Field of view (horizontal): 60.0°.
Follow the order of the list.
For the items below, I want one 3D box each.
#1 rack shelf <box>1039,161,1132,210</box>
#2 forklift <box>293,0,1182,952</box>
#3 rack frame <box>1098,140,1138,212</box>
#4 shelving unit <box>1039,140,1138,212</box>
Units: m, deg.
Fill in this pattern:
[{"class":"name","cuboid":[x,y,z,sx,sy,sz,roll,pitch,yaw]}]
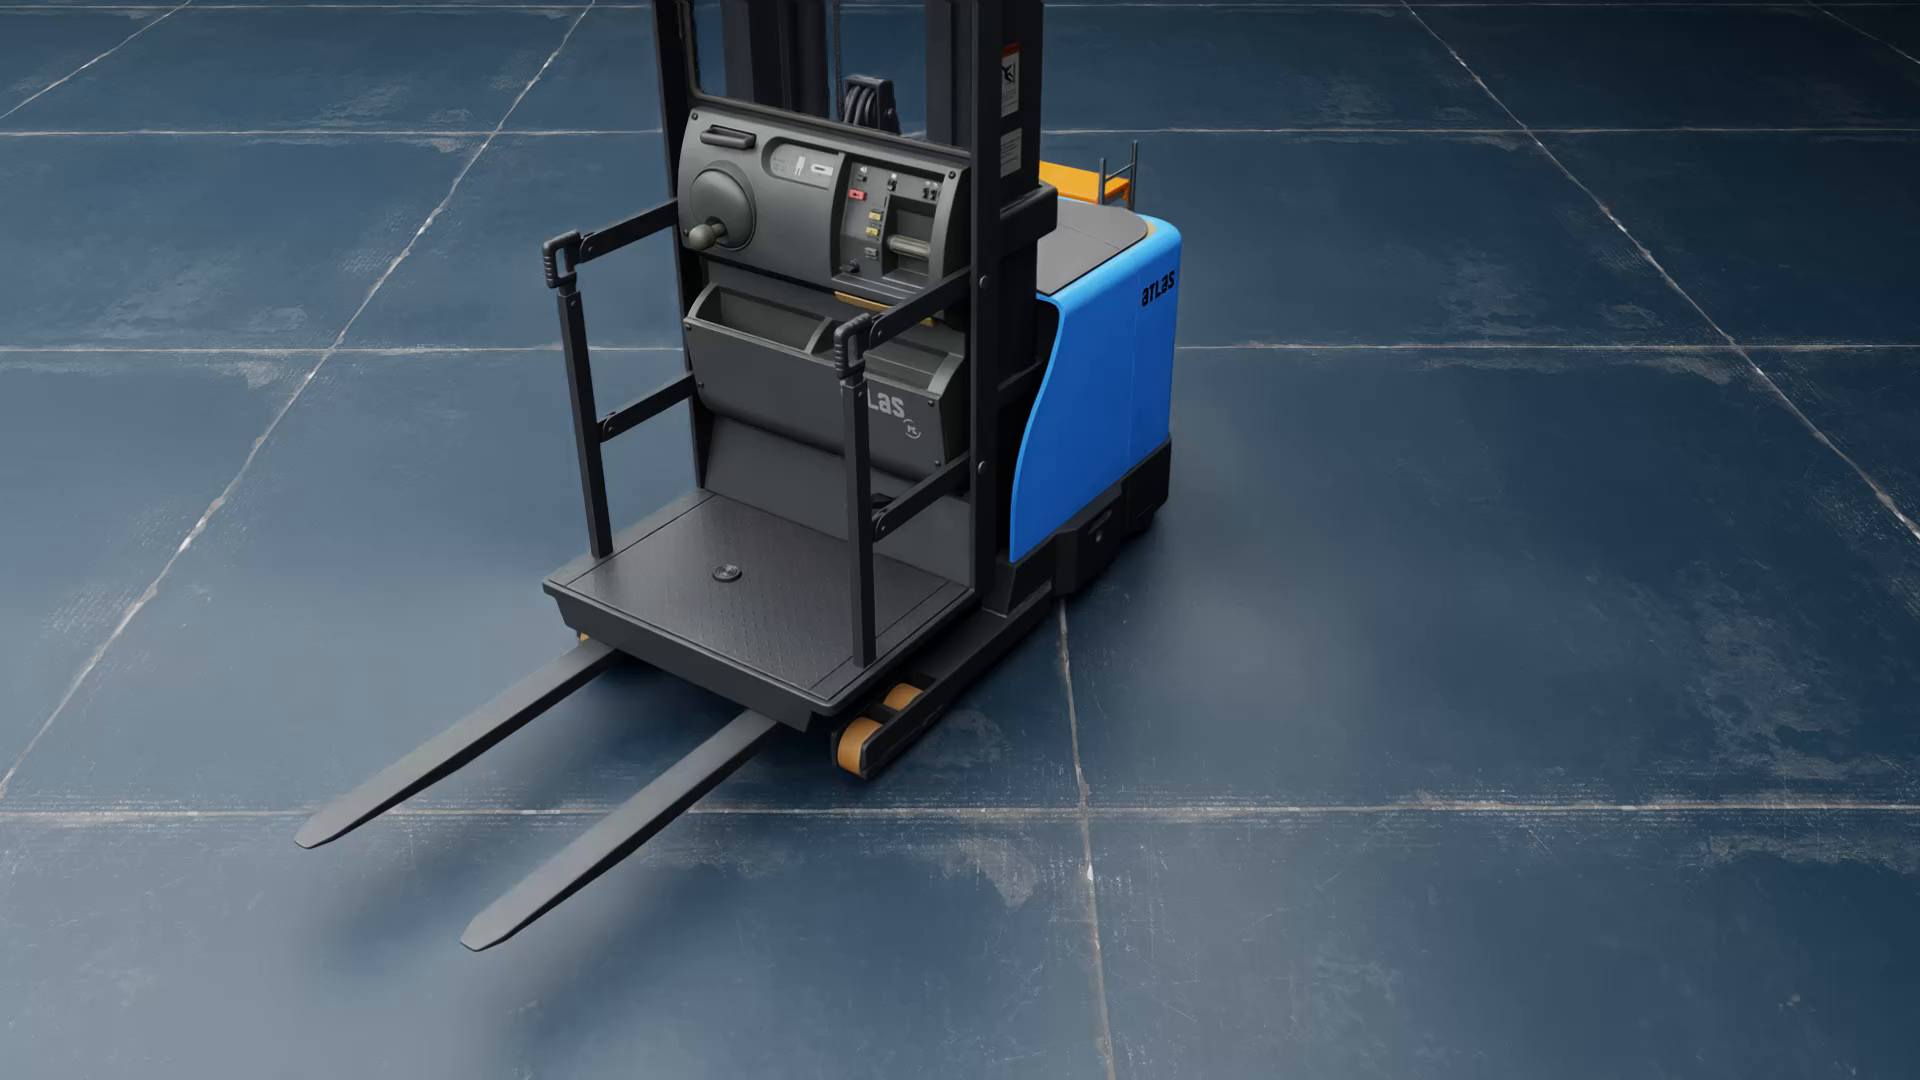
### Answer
[{"class":"rack shelf","cuboid":[0.335,-1.209,5.828,0.480,0.148,0.258,19,36,29]},{"class":"forklift","cuboid":[-0.516,-0.872,4.362,1.130,2.935,3.031,20,36,29]},{"class":"rack frame","cuboid":[0.537,-0.802,5.915,0.015,1.200,0.240,19,36,29]},{"class":"shelving unit","cuboid":[0.335,-0.873,6.032,0.503,1.200,0.258,19,36,29]}]
